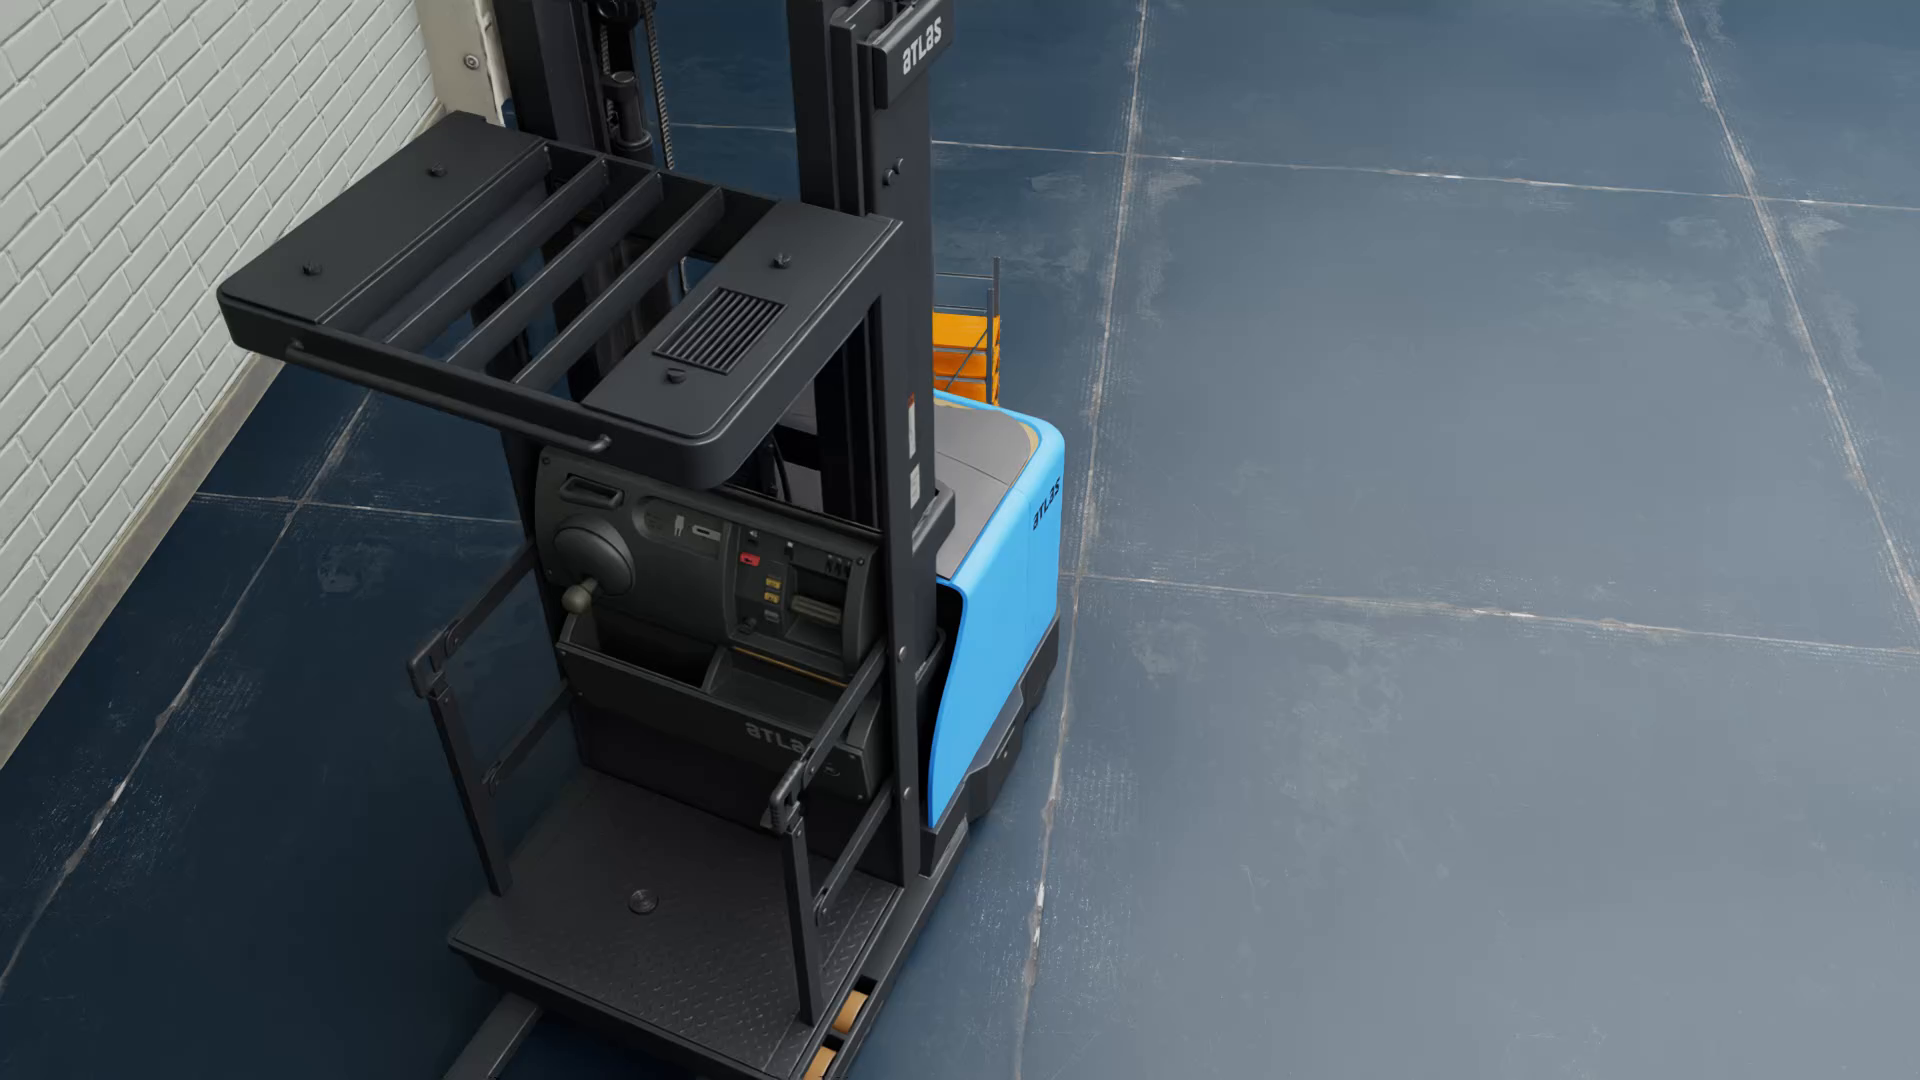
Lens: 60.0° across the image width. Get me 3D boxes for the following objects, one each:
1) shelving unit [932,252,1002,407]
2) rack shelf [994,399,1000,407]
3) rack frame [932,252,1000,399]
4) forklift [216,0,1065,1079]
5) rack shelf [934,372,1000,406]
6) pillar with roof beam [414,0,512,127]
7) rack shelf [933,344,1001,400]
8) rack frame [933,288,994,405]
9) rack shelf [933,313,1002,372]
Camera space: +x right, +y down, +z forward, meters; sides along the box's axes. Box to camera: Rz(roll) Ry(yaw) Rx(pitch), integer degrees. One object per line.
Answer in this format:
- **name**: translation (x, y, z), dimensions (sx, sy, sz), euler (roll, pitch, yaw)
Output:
- **shelving unit**: translation (0.002, -0.446, 5.848), dimensions (0.258, 1.200, 0.189), euler (5, 44, 6)
- **rack shelf**: translation (0.002, -0.413, 5.878), dimensions (0.258, 0.103, 0.180), euler (5, 44, 6)
- **rack frame**: translation (0.014, -0.508, 5.914), dimensions (0.240, 1.200, 0.006), euler (5, 44, 6)
- **forklift**: translation (-0.731, 0.152, 3.958), dimensions (1.130, 2.935, 3.031), euler (17, 46, 17)
- **rack shelf**: translation (0.002, -0.500, 5.796), dimensions (0.258, 0.103, 0.180), euler (5, 44, 6)
- **pillar with roof beam**: translation (1.815, -5.095, 5.085), dimensions (9.100, 9.000, 0.400), euler (5, 44, 6)
- **rack shelf**: translation (0.002, -0.588, 5.713), dimensions (0.258, 0.103, 0.180), euler (5, 44, 6)
- **rack frame**: translation (-0.010, -0.383, 5.782), dimensions (0.240, 1.200, 0.006), euler (5, 44, 6)
- **rack shelf**: translation (0.002, -0.675, 5.631), dimensions (0.258, 0.103, 0.180), euler (5, 44, 6)
